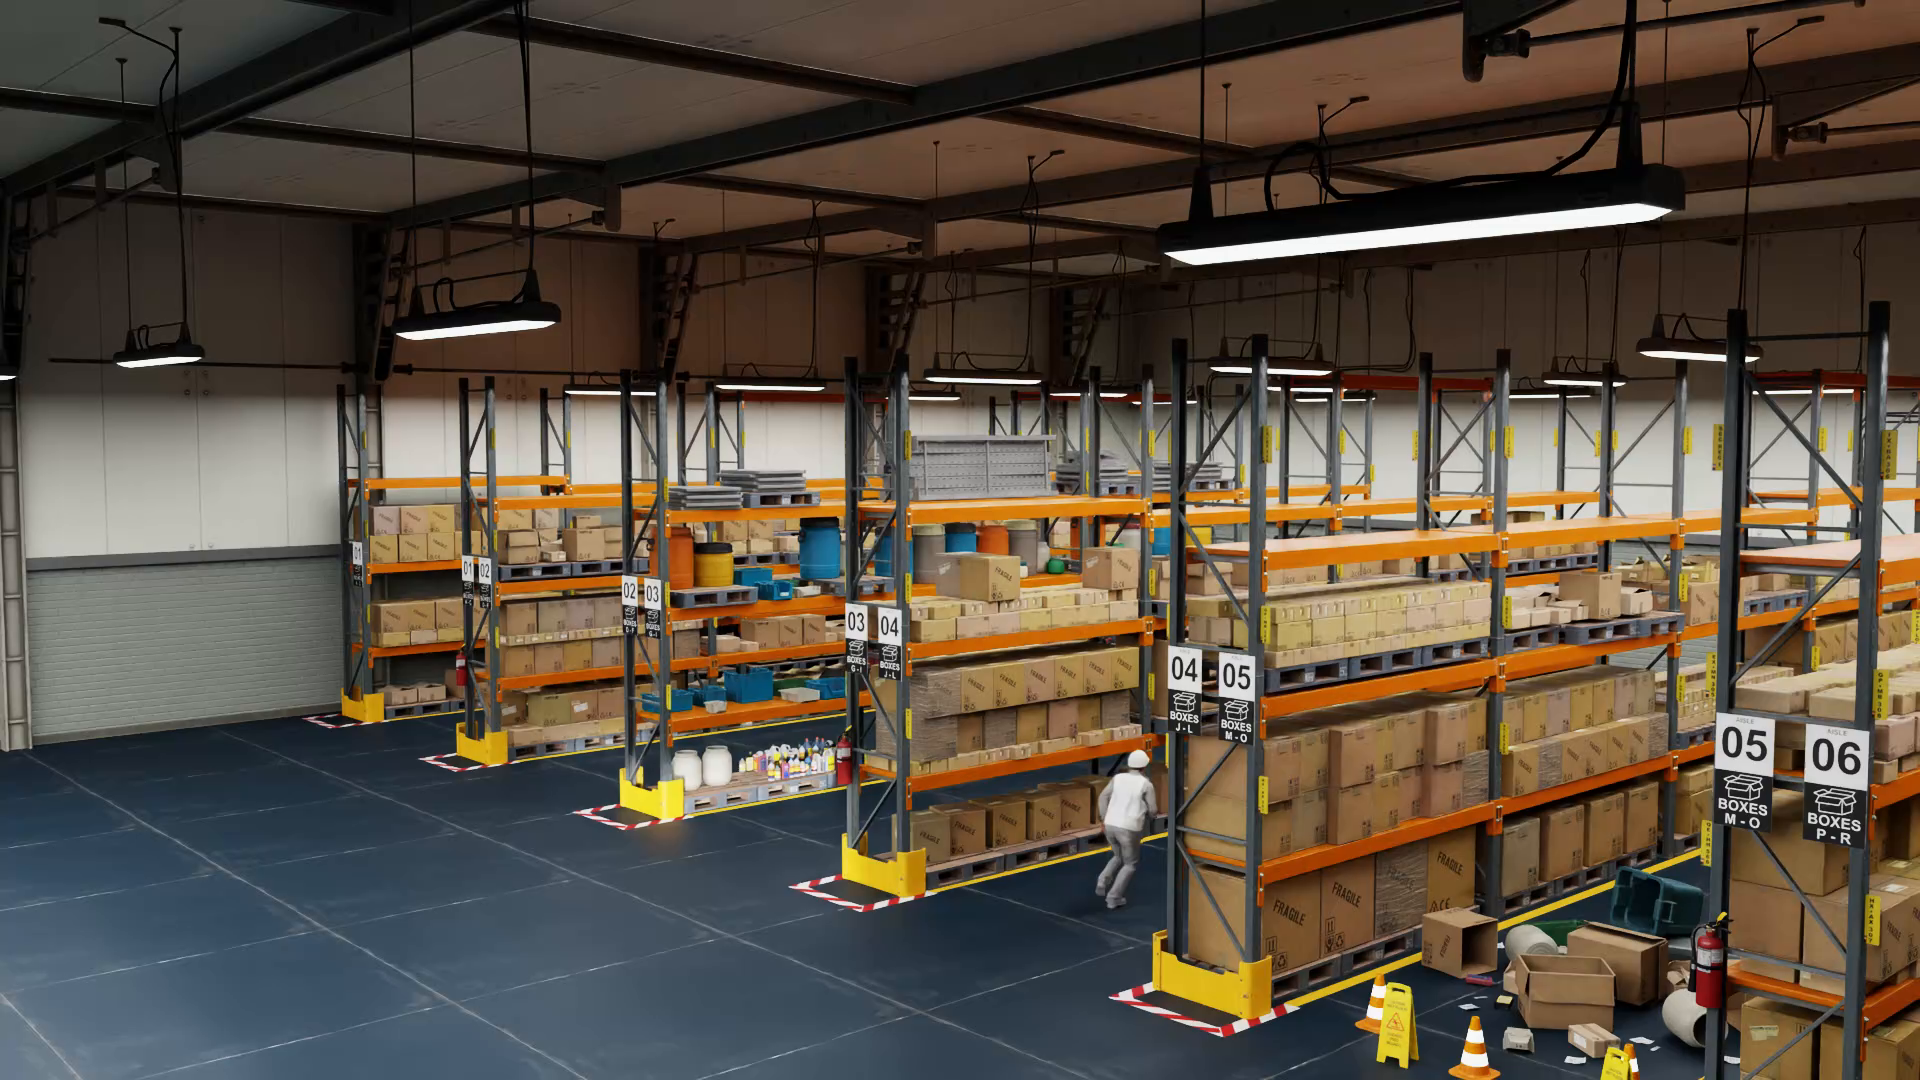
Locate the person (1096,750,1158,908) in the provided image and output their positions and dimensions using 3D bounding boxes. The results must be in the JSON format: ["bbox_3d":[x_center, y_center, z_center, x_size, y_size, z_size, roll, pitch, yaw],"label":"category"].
[{"bbox_3d":[1.839,3.141,18.213,0.746,1.667,0.604,-3,5,-41],"label":"person"}]

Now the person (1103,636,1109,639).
[{"bbox_3d":[3.085,1.748,38.510,1.082,1.718,0.665,-3,5,-40],"label":"person"}]
